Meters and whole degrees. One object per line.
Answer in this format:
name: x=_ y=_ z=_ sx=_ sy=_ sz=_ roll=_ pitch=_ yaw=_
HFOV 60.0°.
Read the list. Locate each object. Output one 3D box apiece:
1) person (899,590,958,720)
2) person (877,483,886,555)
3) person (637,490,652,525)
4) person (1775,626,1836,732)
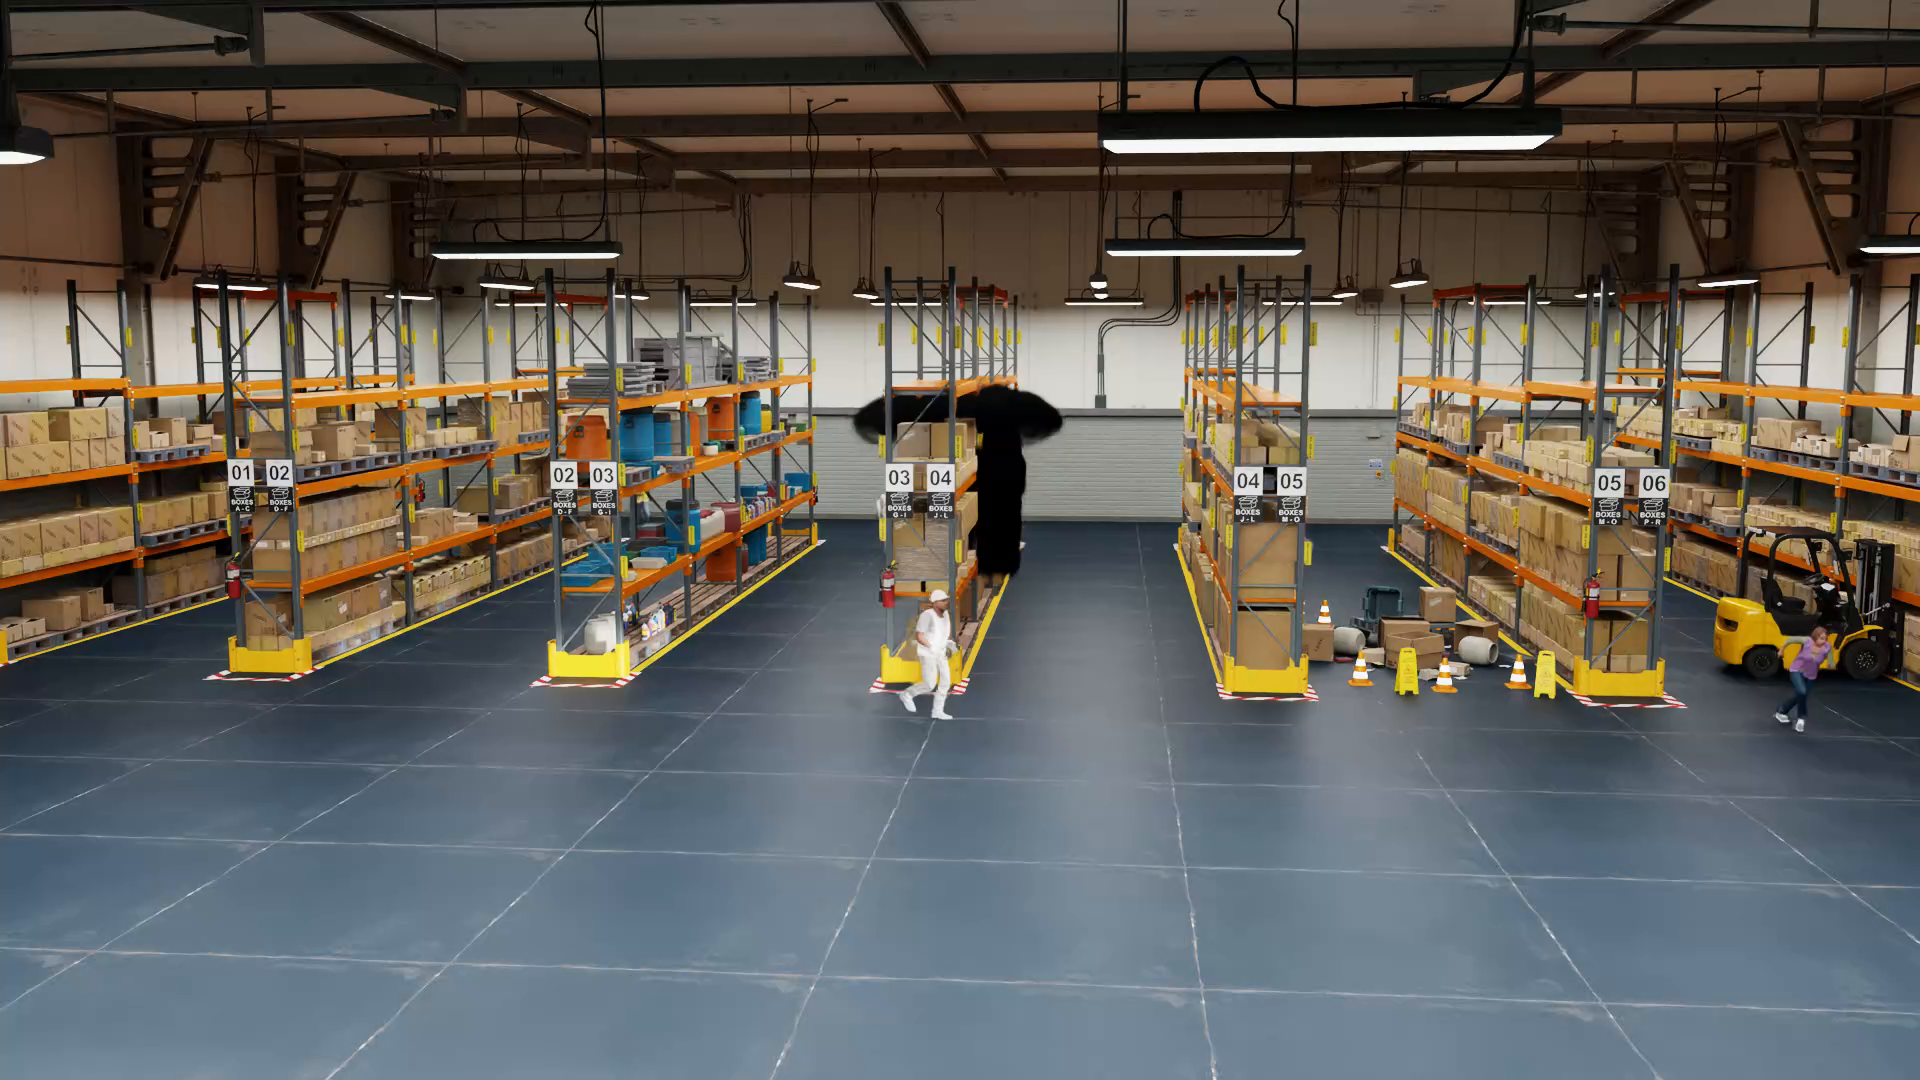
person: x=-0.439 y=1.495 z=21.911 sx=0.778 sy=1.732 sz=0.689 roll=5 pitch=8 yaw=33
person: x=-1.626 y=-0.513 z=38.555 sx=0.582 sy=1.718 sz=0.686 roll=-1 pitch=7 yaw=-5
person: x=-8.014 y=-0.915 z=41.649 sx=0.673 sy=1.811 sz=0.795 roll=-4 pitch=8 yaw=-28
person: x=10.775 y=1.736 z=21.170 sx=0.502 sy=1.361 sz=1.036 roll=0 pitch=7 yaw=4
